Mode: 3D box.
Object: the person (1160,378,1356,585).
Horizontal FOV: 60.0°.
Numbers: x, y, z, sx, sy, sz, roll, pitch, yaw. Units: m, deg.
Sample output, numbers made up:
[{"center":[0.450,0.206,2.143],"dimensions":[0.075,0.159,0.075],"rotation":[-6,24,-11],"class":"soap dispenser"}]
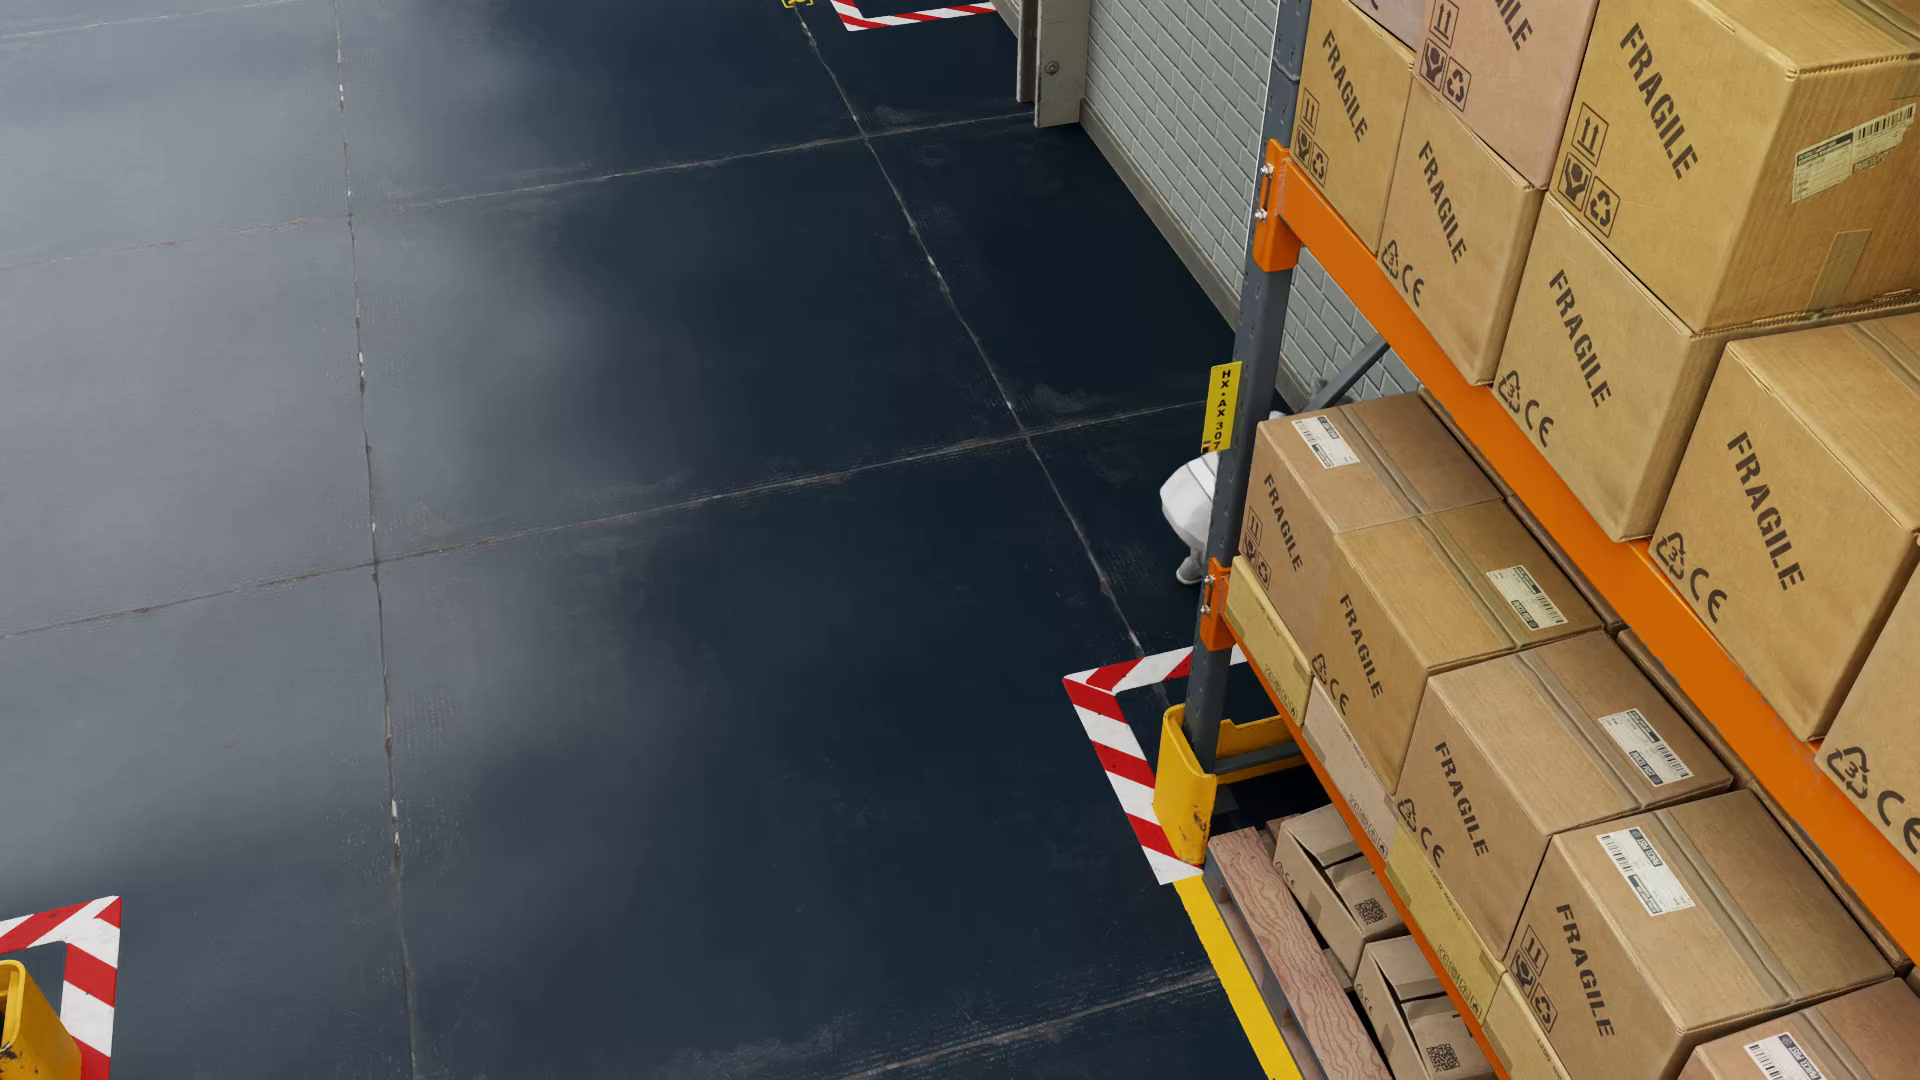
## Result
[{"center":[1.240,-0.166,6.855],"dimensions":[0.866,0.982,0.452],"rotation":[-13,44,-14],"class":"person"}]
